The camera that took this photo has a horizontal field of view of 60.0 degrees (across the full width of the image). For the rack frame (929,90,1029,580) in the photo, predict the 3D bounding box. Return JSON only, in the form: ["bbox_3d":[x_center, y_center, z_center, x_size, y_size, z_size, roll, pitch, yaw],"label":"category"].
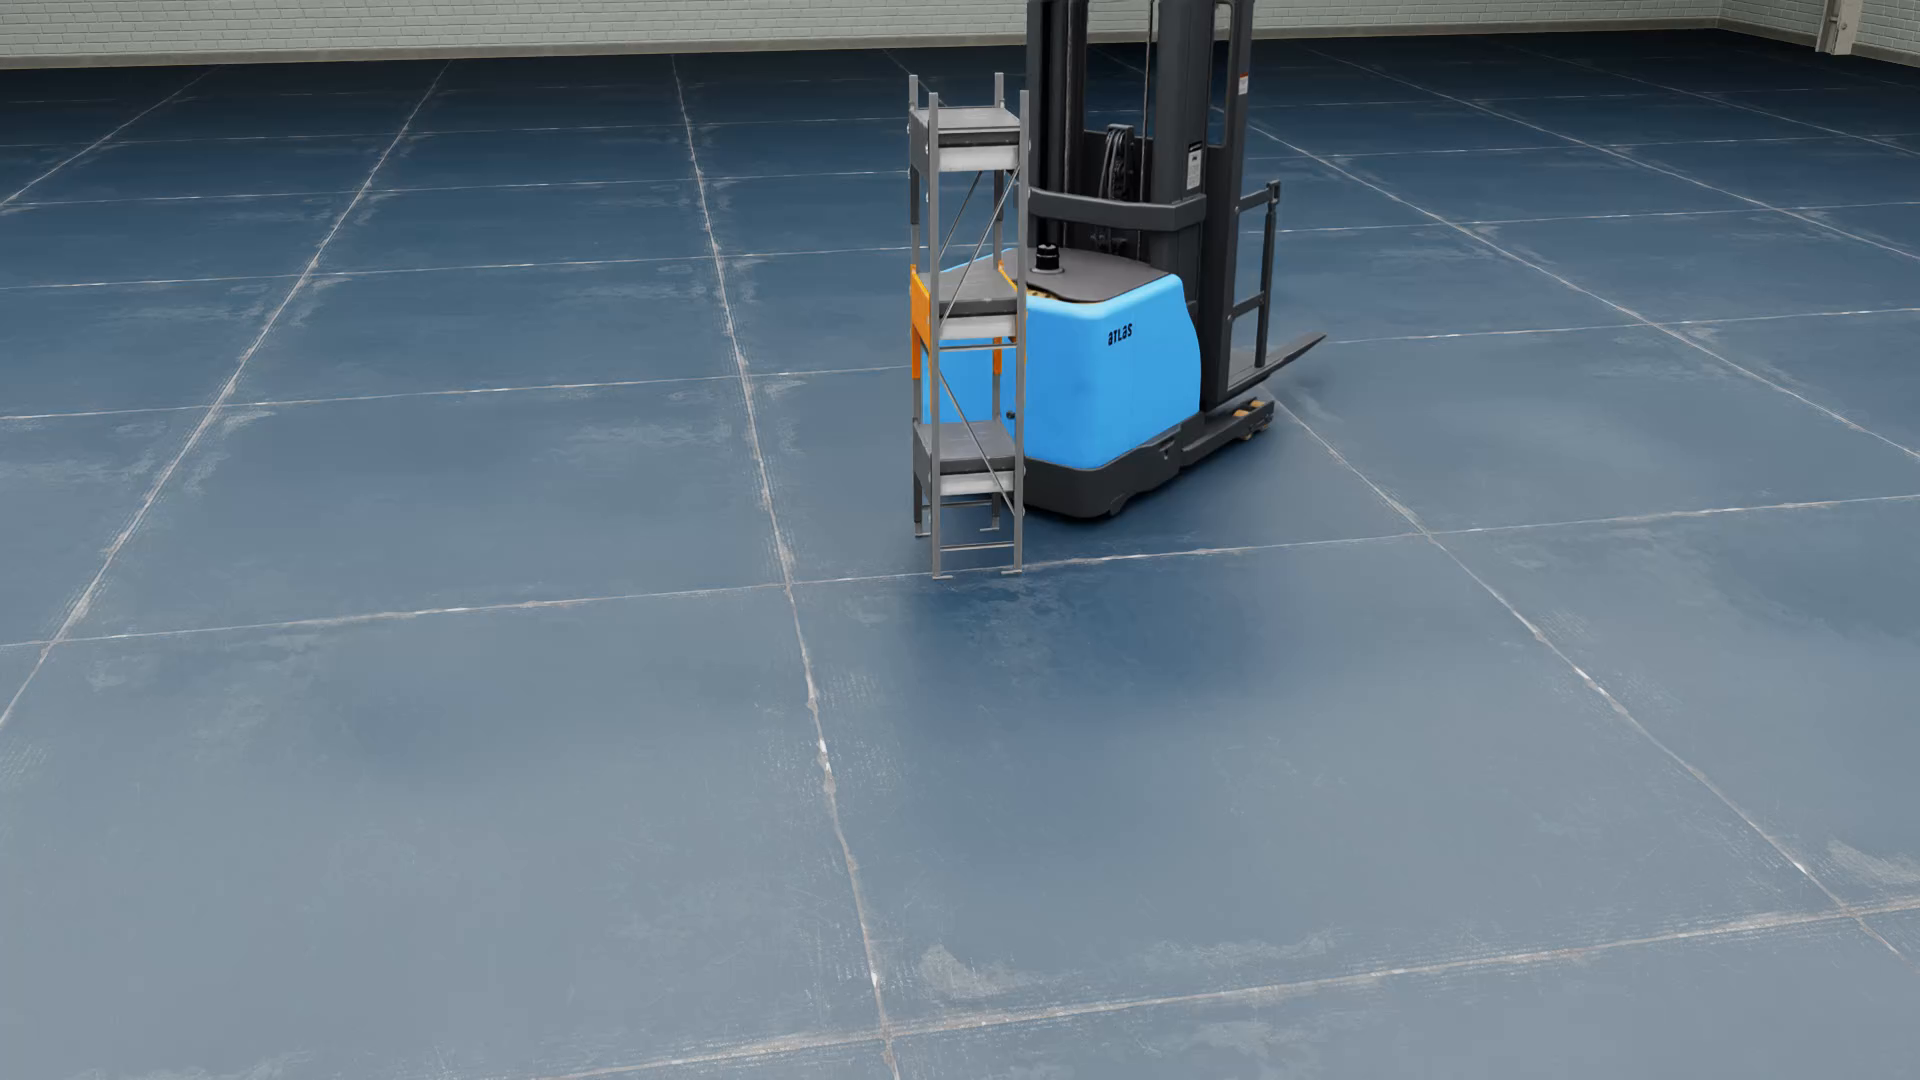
[{"bbox_3d":[0.076,-0.801,6.961,0.400,2.100,0.015,-4,24,-10],"label":"rack frame"}]

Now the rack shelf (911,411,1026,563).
[{"bbox_3d":[0.031,-0.243,7.466,0.431,0.518,0.480,-4,24,-10],"label":"rack shelf"}]

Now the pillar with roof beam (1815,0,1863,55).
[{"bbox_3d":[8.145,-10.710,21.029,9.100,9.000,0.400,-4,24,-10],"label":"pillar with roof beam"}]

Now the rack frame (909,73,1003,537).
[{"bbox_3d":[-0.015,-0.993,7.400,0.400,2.100,0.015,-4,24,-10],"label":"rack frame"}]

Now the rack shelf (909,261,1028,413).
[{"bbox_3d":[0.031,-0.885,7.186,0.431,0.518,0.480,-4,24,-10],"label":"rack shelf"}]

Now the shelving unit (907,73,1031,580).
[{"bbox_3d":[0.031,-0.897,7.181,0.431,2.100,0.503,-4,24,-10],"label":"shelving unit"}]

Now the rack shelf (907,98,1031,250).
[{"bbox_3d":[0.031,-1.526,6.906,0.431,0.518,0.480,-4,24,-10],"label":"rack shelf"}]

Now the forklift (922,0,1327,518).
[{"bbox_3d":[1.067,-1.979,8.620,1.130,2.935,3.031,16,28,32],"label":"forklift"}]
